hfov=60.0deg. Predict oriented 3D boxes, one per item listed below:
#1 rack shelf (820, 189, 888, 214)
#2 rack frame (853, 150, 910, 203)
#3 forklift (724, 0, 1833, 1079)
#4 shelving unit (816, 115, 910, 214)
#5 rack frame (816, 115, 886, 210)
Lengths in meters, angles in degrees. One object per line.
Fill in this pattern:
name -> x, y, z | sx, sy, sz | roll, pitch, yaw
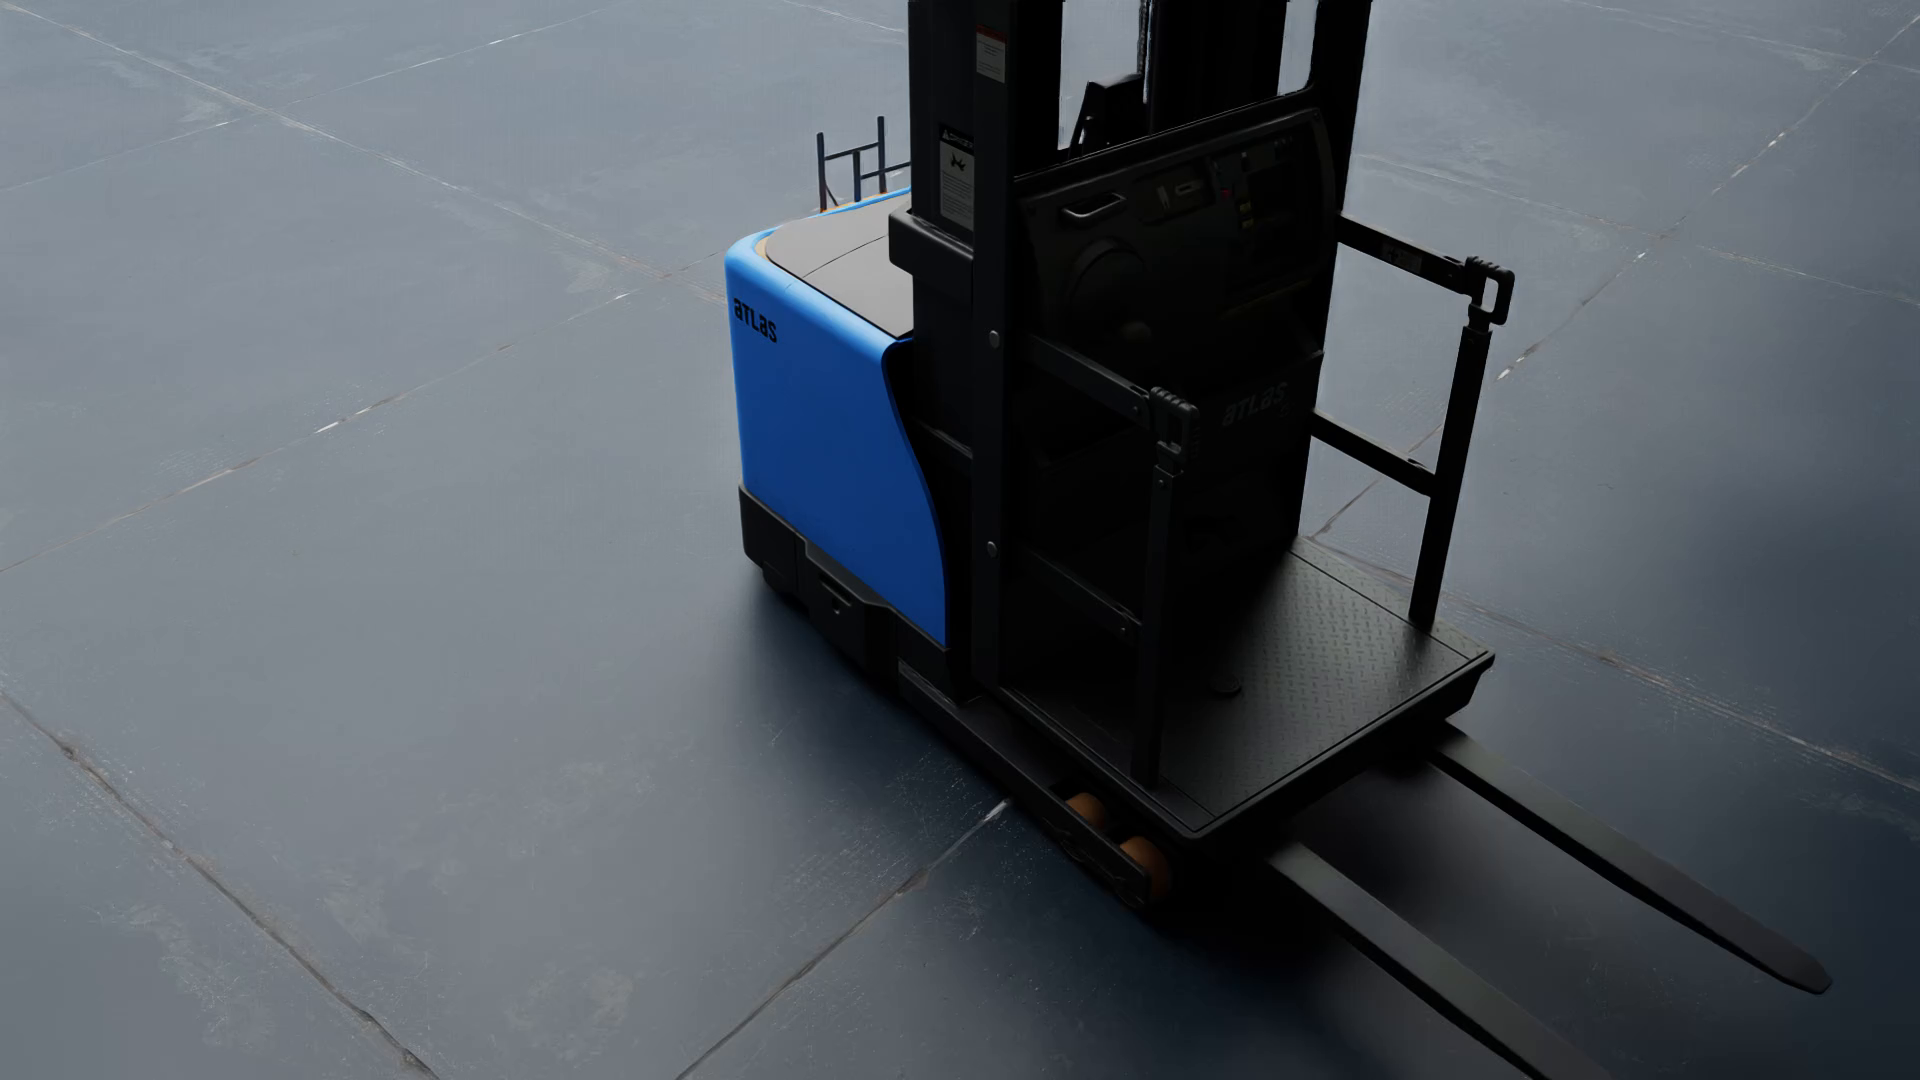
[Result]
rack shelf -> -0.267, -0.954, 5.022 | 0.258, 0.103, 0.180 | -24, 41, -31
rack frame -> -0.210, -0.653, 5.142 | 0.240, 1.200, 0.006 | -24, 41, -31
forklift -> 0.644, -0.652, 3.610 | 1.130, 2.935, 3.031 | -24, 41, -31
shelving unit -> -0.267, -0.694, 5.201 | 0.258, 1.200, 0.189 | -24, 41, -31
rack frame -> -0.324, -0.735, 5.260 | 0.240, 1.200, 0.006 | -24, 41, -31
